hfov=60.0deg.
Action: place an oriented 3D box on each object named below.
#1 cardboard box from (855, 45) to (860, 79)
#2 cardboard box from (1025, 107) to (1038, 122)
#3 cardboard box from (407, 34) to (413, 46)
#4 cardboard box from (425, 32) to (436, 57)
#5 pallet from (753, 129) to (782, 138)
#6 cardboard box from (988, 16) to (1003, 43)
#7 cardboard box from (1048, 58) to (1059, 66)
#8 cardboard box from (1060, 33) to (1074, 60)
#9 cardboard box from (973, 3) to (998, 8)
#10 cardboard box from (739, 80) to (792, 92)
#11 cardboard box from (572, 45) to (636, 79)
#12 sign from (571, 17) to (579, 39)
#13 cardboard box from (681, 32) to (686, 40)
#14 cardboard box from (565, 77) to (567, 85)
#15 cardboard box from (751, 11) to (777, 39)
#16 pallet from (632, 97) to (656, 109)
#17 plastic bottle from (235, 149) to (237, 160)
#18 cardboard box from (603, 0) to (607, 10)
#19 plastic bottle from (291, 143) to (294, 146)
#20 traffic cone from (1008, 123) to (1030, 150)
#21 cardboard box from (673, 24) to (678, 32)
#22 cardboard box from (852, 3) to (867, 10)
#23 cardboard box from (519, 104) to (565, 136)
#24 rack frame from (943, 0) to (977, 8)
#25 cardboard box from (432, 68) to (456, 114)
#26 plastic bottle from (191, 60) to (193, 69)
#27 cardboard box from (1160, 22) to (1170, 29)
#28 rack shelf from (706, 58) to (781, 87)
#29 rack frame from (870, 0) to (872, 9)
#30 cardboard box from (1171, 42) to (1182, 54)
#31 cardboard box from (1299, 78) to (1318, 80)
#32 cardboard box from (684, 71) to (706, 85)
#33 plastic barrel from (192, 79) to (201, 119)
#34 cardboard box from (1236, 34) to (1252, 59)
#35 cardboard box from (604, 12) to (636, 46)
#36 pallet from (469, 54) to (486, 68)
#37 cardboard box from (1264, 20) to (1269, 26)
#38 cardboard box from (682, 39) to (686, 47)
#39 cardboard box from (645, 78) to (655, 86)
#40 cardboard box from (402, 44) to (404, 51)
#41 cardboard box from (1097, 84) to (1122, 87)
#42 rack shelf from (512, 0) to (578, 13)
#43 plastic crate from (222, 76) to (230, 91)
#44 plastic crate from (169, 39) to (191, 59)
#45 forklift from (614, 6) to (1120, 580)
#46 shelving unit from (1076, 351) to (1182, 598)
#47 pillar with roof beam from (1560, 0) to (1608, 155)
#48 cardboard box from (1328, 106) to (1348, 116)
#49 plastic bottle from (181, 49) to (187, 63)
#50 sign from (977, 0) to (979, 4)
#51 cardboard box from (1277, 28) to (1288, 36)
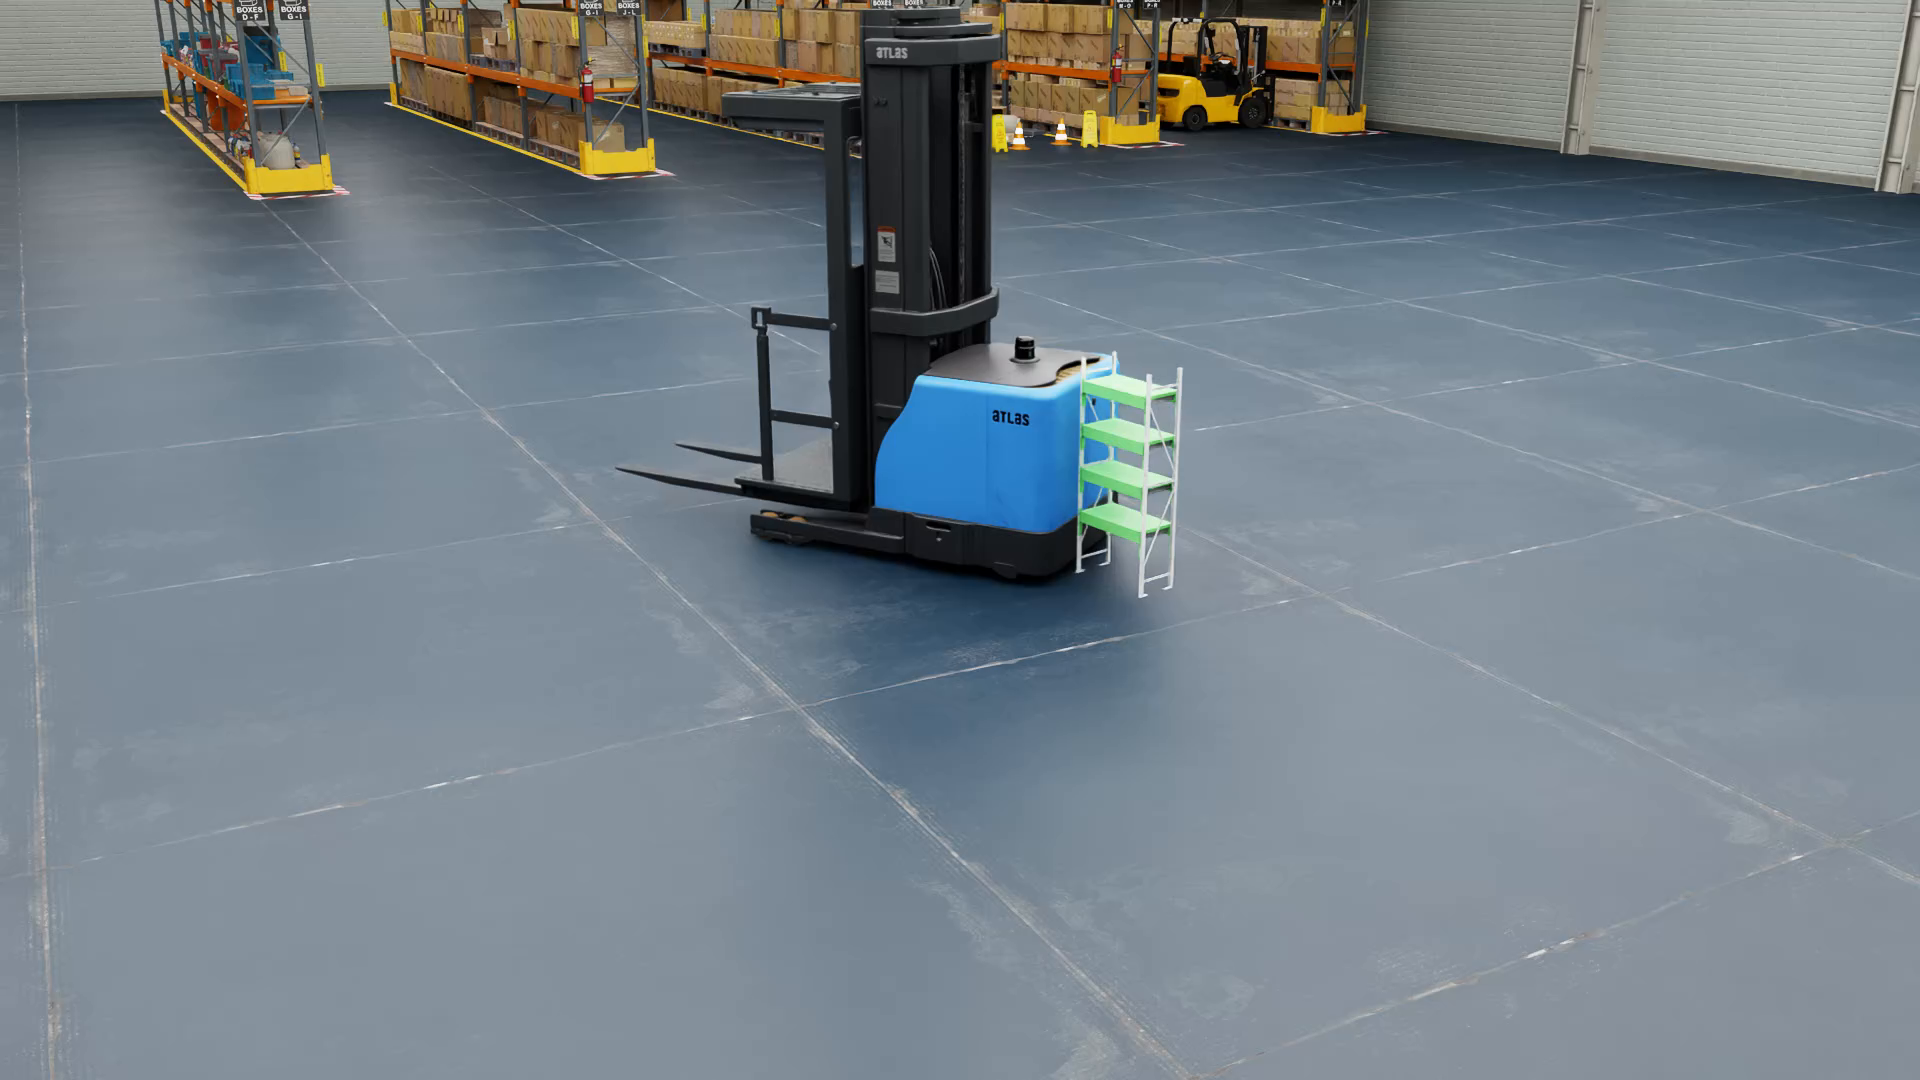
[{"bbox_3d":[-1.293,-8.264,28.753,0.875,0.550,0.550,-10,21,-27],"label":"cardboard box"},{"bbox_3d":[1.638,-8.574,33.452,0.500,0.250,0.500,-9,21,-24],"label":"cardboard box"},{"bbox_3d":[-12.119,-11.250,37.409,0.500,0.250,0.500,-10,21,-26],"label":"cardboard box"},{"bbox_3d":[-11.190,-10.676,35.819,0.500,0.500,0.500,-10,21,-26],"label":"cardboard box"},{"bbox_3d":[-3.409,-8.134,32.880,1.003,0.211,1.213,-10,21,-27],"label":"pallet"},{"bbox_3d":[0.911,-10.521,34.271,0.500,0.500,0.500,-10,22,-28],"label":"cardboard box"},{"bbox_3d":[1.943,-9.342,32.492,0.380,0.149,0.250,-10,21,-27],"label":"cardboard box"},{"bbox_3d":[2.263,-9.479,31.895,0.500,0.500,0.500,-10,21,-27],"label":"cardboard box"},{"bbox_3d":[0.691,-14.074,44.445,0.500,0.500,0.500,-9,21,-25],"label":"cardboard box"},{"bbox_3d":[-3.805,-8.819,33.396,1.050,0.750,0.750,-10,21,-27],"label":"cardboard box"},{"bbox_3d":[-5.727,-7.705,26.752,0.875,0.500,0.500,-10,21,-27],"label":"cardboard box"},{"bbox_3d":[-5.988,-7.971,25.874,0.100,0.325,0.005,-10,21,-27],"label":"sign"},{"bbox_3d":[-5.767,-10.834,35.714,0.380,0.149,0.250,-9,21,-25],"label":"cardboard box"},{"bbox_3d":[-6.277,-7.574,27.367,0.380,0.149,0.250,-10,21,-27],"label":"cardboard box"},{"bbox_3d":[-3.703,-10.196,32.895,0.700,0.500,0.500,-10,21,-26],"label":"cardboard box"},{"bbox_3d":[-7.125,-10.408,39.470,1.003,0.211,1.213,-10,21,-27],"label":"pallet"},{"bbox_3d":[-11.527,-6.186,26.575,0.097,0.201,0.097,0,19,0],"label":"plastic bottle"},{"bbox_3d":[-8.450,-13.034,40.662,0.500,0.500,0.500,-9,21,-25],"label":"cardboard box"},{"bbox_3d":[-10.598,-6.173,26.430,0.097,0.271,0.097,0,19,0],"label":"plastic bottle"},{"bbox_3d":[1.076,-7.345,30.207,0.336,0.463,0.334,-10,21,-27],"label":"traffic cone"},{"bbox_3d":[-5.993,-11.115,36.074,0.380,0.149,0.250,-10,21,-27],"label":"cardboard box"},{"bbox_3d":[-2.245,-12.542,39.693,0.500,0.500,0.500,-10,21,-27],"label":"cardboard box"},{"bbox_3d":[-7.662,-7.709,30.531,0.700,0.500,0.500,-12,22,-31],"label":"cardboard box"},{"bbox_3d":[0.000,-14.253,46.337,1.000,3.000,0.127,-10,21,-27],"label":"rack frame"},{"bbox_3d":[-10.442,-9.557,35.342,1.225,0.875,0.875,-11,22,-29],"label":"cardboard box"},{"bbox_3d":[-14.502,-9.026,31.495,0.097,0.201,0.097,0,19,0],"label":"plastic bottle"},{"bbox_3d":[4.708,-11.588,37.466,0.380,0.149,0.250,-10,21,-26],"label":"cardboard box"},{"bbox_3d":[-3.926,-9.476,33.598,1.077,0.370,4.000,-10,21,-27],"label":"rack shelf"},{"bbox_3d":[-1.077,-8.094,28.489,1.000,3.000,0.127,-10,21,-27],"label":"rack frame"},{"bbox_3d":[4.985,-10.985,37.096,0.500,0.250,0.500,-10,21,-27],"label":"cardboard box"},{"bbox_3d":[7.296,-9.341,34.142,0.500,0.250,0.500,-10,21,-27],"label":"cardboard box"},{"bbox_3d":[-5.681,-10.061,36.228,0.500,0.250,0.500,-10,21,-26],"label":"cardboard box"},{"bbox_3d":[-15.304,-9.080,33.920,0.600,0.901,0.708,-10,21,-27],"label":"plastic barrel"},{"bbox_3d":[6.183,-10.395,35.005,0.500,0.500,0.500,-10,22,-27],"label":"cardboard box"},{"bbox_3d":[-5.511,-8.215,26.699,0.500,0.500,0.500,-10,21,-27],"label":"cardboard box"},{"bbox_3d":[-8.857,-9.372,32.488,1.213,0.211,1.003,-10,21,-27],"label":"pallet"},{"bbox_3d":[6.509,-10.664,34.333,0.380,0.149,0.250,-10,21,-26],"label":"cardboard box"},{"bbox_3d":[-5.754,-10.686,35.742,0.380,0.149,0.250,-10,21,-26],"label":"cardboard box"},{"bbox_3d":[-7.173,-10.733,38.951,0.380,0.149,0.250,-9,21,-25],"label":"cardboard box"},{"bbox_3d":[-12.597,-11.307,38.187,0.380,0.149,0.250,-10,22,-27],"label":"cardboard box"},{"bbox_3d":[2.828,-8.573,32.301,0.500,0.500,0.500,-11,22,-29],"label":"cardboard box"},{"bbox_3d":[-6.440,-9.007,27.639,1.077,0.370,4.000,-10,21,-27],"label":"rack shelf"},{"bbox_3d":[-11.352,-7.202,26.230,0.450,0.188,0.662,-10,21,-27],"label":"plastic crate"},{"bbox_3d":[-16.069,-10.134,34.335,0.392,0.384,0.575,-10,21,-27],"label":"plastic crate"},{"bbox_3d":[-0.637,-1.494,9.466,3.031,2.935,1.130,10,21,26],"label":"forklift"},{"bbox_3d":[0.887,-0.351,8.809,0.258,1.200,0.503,-14,24,-36],"label":"shelving unit"},{"bbox_3d":[7.121,-10.446,26.108,9.100,9.000,0.400,-10,21,-27],"label":"pillar with roof beam"},{"bbox_3d":[7.537,-8.730,33.903,0.500,0.250,0.500,-10,21,-26],"label":"cardboard box"},{"bbox_3d":[-15.489,-9.677,33.266,0.152,0.276,0.135,-10,21,-27],"label":"plastic bottle"},{"bbox_3d":[0.498,-15.030,46.329,0.100,0.325,0.005,-10,21,-27],"label":"sign"},{"bbox_3d":[6.694,-10.365,33.922,0.380,0.149,0.250,-11,22,-28],"label":"cardboard box"}]
